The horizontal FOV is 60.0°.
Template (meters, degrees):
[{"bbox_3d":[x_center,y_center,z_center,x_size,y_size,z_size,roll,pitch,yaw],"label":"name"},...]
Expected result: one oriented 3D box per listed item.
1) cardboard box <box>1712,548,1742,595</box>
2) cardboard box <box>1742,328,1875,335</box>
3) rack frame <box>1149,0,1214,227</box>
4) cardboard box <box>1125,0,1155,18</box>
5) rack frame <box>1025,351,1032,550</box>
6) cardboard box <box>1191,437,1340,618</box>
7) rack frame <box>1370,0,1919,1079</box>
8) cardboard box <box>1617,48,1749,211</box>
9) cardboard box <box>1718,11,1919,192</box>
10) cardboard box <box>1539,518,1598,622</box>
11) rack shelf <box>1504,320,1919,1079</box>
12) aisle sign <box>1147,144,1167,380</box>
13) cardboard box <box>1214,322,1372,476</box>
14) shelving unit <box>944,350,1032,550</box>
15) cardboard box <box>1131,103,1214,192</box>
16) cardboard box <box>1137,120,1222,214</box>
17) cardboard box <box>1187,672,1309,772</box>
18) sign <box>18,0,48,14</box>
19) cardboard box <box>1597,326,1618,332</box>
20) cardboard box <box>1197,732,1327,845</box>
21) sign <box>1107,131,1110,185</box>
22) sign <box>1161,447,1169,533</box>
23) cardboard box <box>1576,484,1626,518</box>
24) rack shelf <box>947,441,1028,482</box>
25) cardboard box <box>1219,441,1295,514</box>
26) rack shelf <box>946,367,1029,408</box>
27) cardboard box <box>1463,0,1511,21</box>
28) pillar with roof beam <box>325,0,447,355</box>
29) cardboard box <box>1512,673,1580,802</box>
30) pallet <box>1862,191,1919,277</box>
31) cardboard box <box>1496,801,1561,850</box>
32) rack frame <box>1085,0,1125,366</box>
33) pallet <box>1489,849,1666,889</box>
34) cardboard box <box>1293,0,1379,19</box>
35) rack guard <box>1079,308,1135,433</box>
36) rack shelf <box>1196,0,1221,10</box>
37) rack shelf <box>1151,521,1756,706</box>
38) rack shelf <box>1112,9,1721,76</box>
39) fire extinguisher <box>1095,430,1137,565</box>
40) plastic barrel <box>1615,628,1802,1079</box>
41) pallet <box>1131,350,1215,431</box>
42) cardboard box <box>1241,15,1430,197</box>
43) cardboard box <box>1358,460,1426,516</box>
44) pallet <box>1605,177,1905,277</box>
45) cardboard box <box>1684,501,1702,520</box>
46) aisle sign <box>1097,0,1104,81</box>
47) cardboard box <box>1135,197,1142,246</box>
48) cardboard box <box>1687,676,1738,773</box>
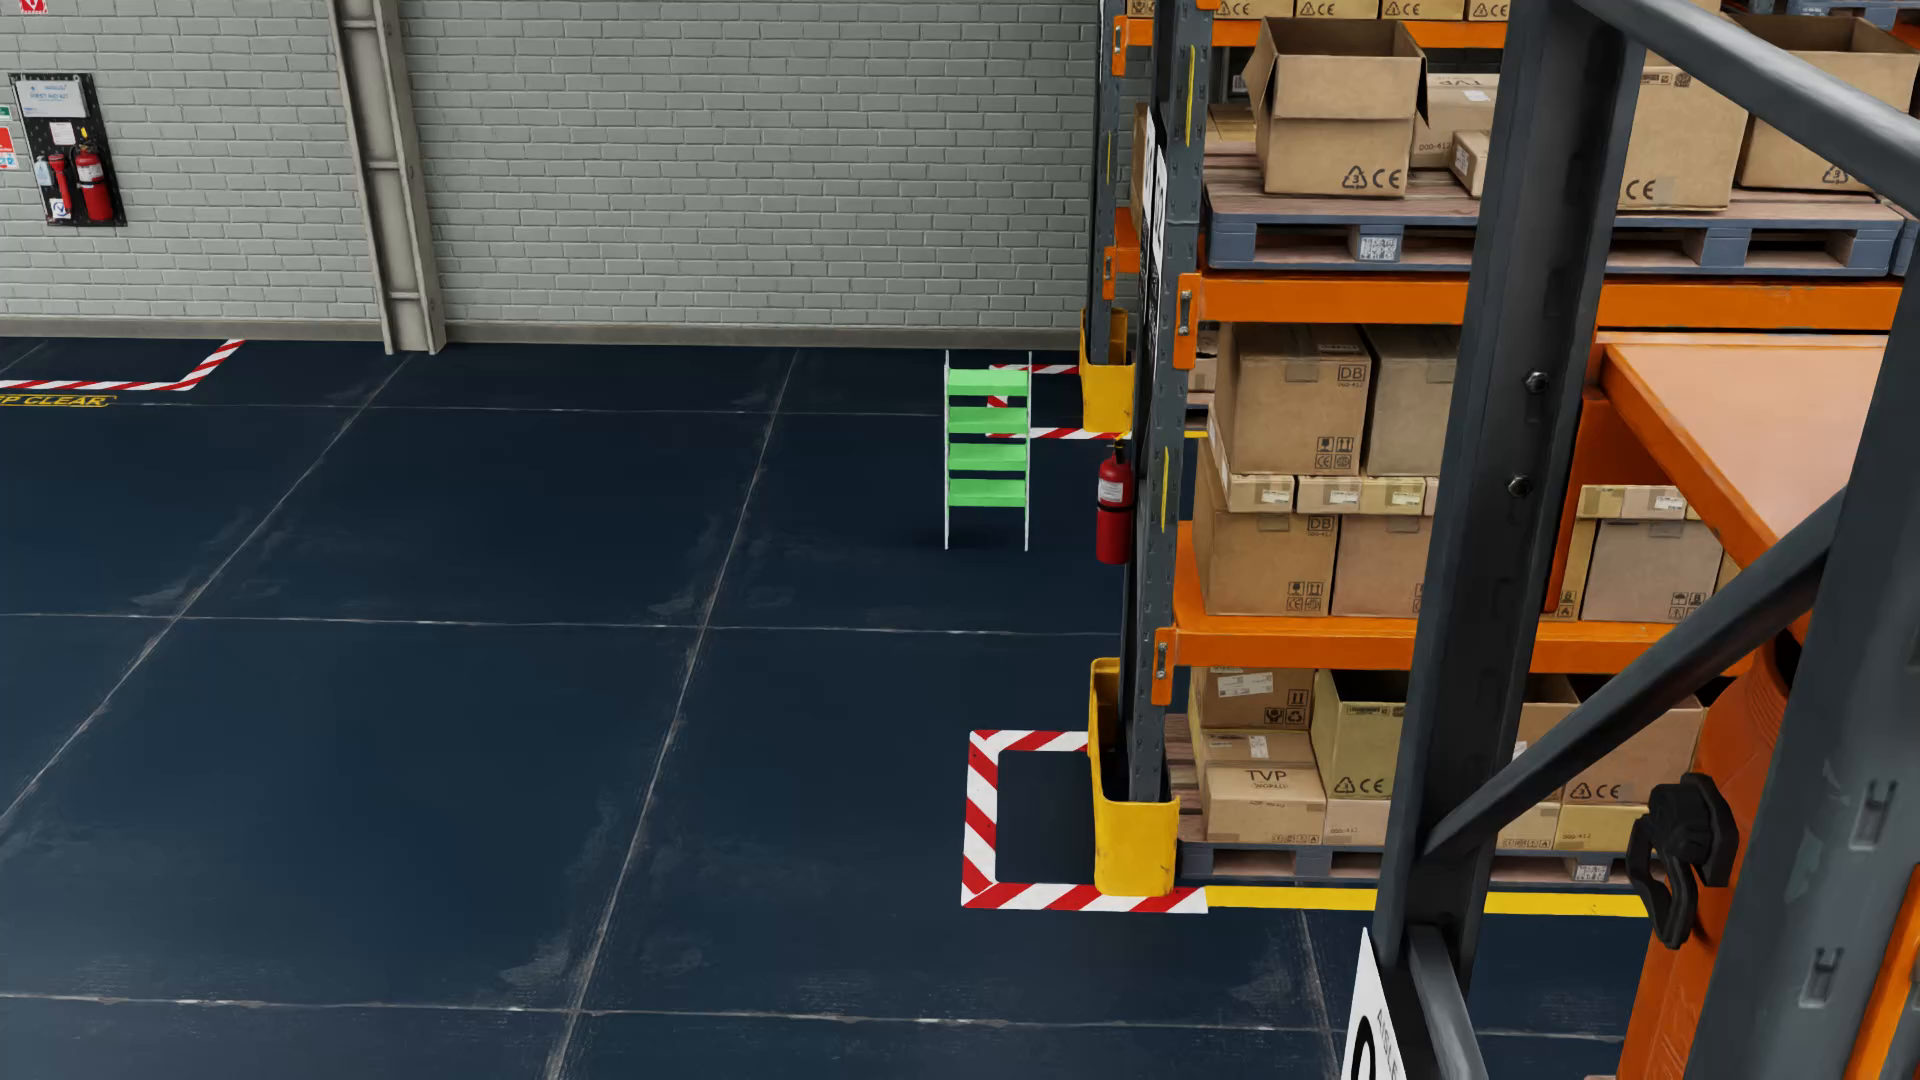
[{"bbox_3d":[3.339,-0.033,7.003,0.500,0.500,0.700,1,28,3],"label":"cardboard box"},{"bbox_3d":[3.362,-0.607,6.700,0.500,0.500,0.700,1,28,2],"label":"cardboard box"},{"bbox_3d":[0.813,-2.685,5.707,0.127,3.000,1.000,1,28,2],"label":"rack frame"},{"bbox_3d":[1.310,-3.609,10.525,0.500,0.500,0.500,2,28,3],"label":"cardboard box"},{"bbox_3d":[0.409,-0.523,9.956,0.015,1.200,0.240,1,28,2],"label":"rack frame"},{"bbox_3d":[1.279,-0.065,7.063,0.500,0.500,0.700,1,28,2],"label":"cardboard box"},{"bbox_3d":[0.635,-0.367,1.334,0.127,3.000,1.000,1,28,2],"label":"rack frame"},{"bbox_3d":[2.463,-1.496,5.962,0.500,0.500,0.500,1,28,2],"label":"cardboard box"},{"bbox_3d":[3.169,-1.673,6.293,0.637,0.503,0.797,4,28,7],"label":"cardboard box"},{"bbox_3d":[2.300,-0.048,7.031,0.500,0.500,0.700,1,28,2],"label":"cardboard box"},{"bbox_3d":[2.634,0.161,1.534,4.000,0.370,1.077,1,28,2],"label":"rack shelf"},{"bbox_3d":[0.737,-1.041,6.235,0.004,0.787,0.394,1,28,2],"label":"aisle sign"},{"bbox_3d":[1.332,-0.637,6.758,0.500,0.500,0.700,1,28,2],"label":"cardboard box"},{"bbox_3d":[0.165,-0.527,9.964,0.503,1.200,0.258,1,28,2],"label":"shelving unit"},{"bbox_3d":[1.463,-2.719,11.515,0.500,0.500,0.500,1,28,1],"label":"cardboard box"},{"bbox_3d":[1.451,-2.479,11.061,0.500,0.500,0.500,1,28,2],"label":"cardboard box"},{"bbox_3d":[1.360,0.865,7.902,0.500,0.250,0.500,1,28,2],"label":"cardboard box"},{"bbox_3d":[-6.755,-3.975,12.072,0.199,0.298,0.001,1,28,2],"label":"sign"},{"bbox_3d":[2.362,-0.623,6.731,0.500,0.500,0.700,1,28,2],"label":"cardboard box"},{"bbox_3d":[1.341,1.108,7.445,0.500,0.250,0.500,1,28,2],"label":"cardboard box"},{"bbox_3d":[0.965,-2.482,10.805,0.005,0.325,0.100,1,28,2],"label":"sign"},{"bbox_3d":[0.788,-0.192,6.401,0.005,0.325,0.100,1,28,2],"label":"sign"},{"bbox_3d":[2.485,-0.238,6.696,0.250,0.149,0.380,1,28,1],"label":"cardboard box"},{"bbox_3d":[0.165,-0.471,9.994,0.480,0.148,0.258,1,28,2],"label":"rack shelf"},{"bbox_3d":[1.198,-0.258,6.735,0.250,0.149,0.380,1,28,1],"label":"cardboard box"},{"bbox_3d":[0.165,-0.895,9.769,0.480,0.148,0.258,1,28,2],"label":"rack shelf"},{"bbox_3d":[3.408,-3.564,10.440,0.500,0.500,0.500,0,28,0],"label":"cardboard box"},{"bbox_3d":[-4.434,-3.481,7.209,0.400,9.000,9.100,1,28,2],"label":"pillar with roof beam"},{"bbox_3d":[2.341,0.786,7.251,0.500,0.500,0.500,1,28,2],"label":"cardboard box"},{"bbox_3d":[3.957,-1.257,6.310,1.213,0.211,1.003,1,28,2],"label":"pallet"},{"bbox_3d":[2.341,1.123,7.417,0.500,0.250,0.500,1,28,2],"label":"cardboard box"},{"bbox_3d":[0.984,-2.353,11.487,0.127,3.000,1.000,1,28,2],"label":"rack frame"},{"bbox_3d":[2.795,1.212,7.738,1.213,0.211,1.003,1,28,2],"label":"pallet"},{"bbox_3d":[2.364,-3.577,10.464,0.500,0.500,0.500,2,28,4],"label":"cardboard box"},{"bbox_3d":[1.060,-1.248,12.070,0.348,0.500,1.175,1,28,2],"label":"rack guard"},{"bbox_3d":[2.812,-2.158,5.907,4.000,0.370,1.077,1,28,2],"label":"rack shelf"},{"bbox_3d":[2.812,0.316,7.219,4.000,0.370,1.077,1,28,2],"label":"rack shelf"},{"bbox_3d":[2.983,-3.328,10.890,4.000,0.370,1.077,1,28,2],"label":"rack shelf"},{"bbox_3d":[0.712,-0.220,7.545,0.183,0.674,0.296,1,28,2],"label":"fire extinguisher"},{"bbox_3d":[1.125,0.532,1.934,0.708,0.830,0.600,1,28,2],"label":"plastic barrel"},{"bbox_3d":[1.871,-1.090,12.081,1.213,0.211,1.003,1,28,2],"label":"pallet"},{"bbox_3d":[1.387,-1.641,6.233,0.637,0.503,0.797,3,28,5],"label":"cardboard box"},{"bbox_3d":[1.711,-0.250,6.720,0.250,0.149,0.380,1,28,2],"label":"cardboard box"},{"bbox_3d":[2.741,-1.278,6.350,1.213,0.211,1.003,1,28,2],"label":"pallet"},{"bbox_3d":[2.997,-0.228,6.678,0.250,0.149,0.380,2,28,3],"label":"cardboard box"},{"bbox_3d":[0.902,-3.363,10.615,0.004,0.787,0.394,1,28,2],"label":"aisle sign"},{"bbox_3d":[1.461,-2.139,11.222,0.500,0.250,0.500,0,28,0],"label":"cardboard box"},{"bbox_3d":[3.341,0.804,7.217,0.500,0.500,0.500,1,28,2],"label":"cardboard box"}]
